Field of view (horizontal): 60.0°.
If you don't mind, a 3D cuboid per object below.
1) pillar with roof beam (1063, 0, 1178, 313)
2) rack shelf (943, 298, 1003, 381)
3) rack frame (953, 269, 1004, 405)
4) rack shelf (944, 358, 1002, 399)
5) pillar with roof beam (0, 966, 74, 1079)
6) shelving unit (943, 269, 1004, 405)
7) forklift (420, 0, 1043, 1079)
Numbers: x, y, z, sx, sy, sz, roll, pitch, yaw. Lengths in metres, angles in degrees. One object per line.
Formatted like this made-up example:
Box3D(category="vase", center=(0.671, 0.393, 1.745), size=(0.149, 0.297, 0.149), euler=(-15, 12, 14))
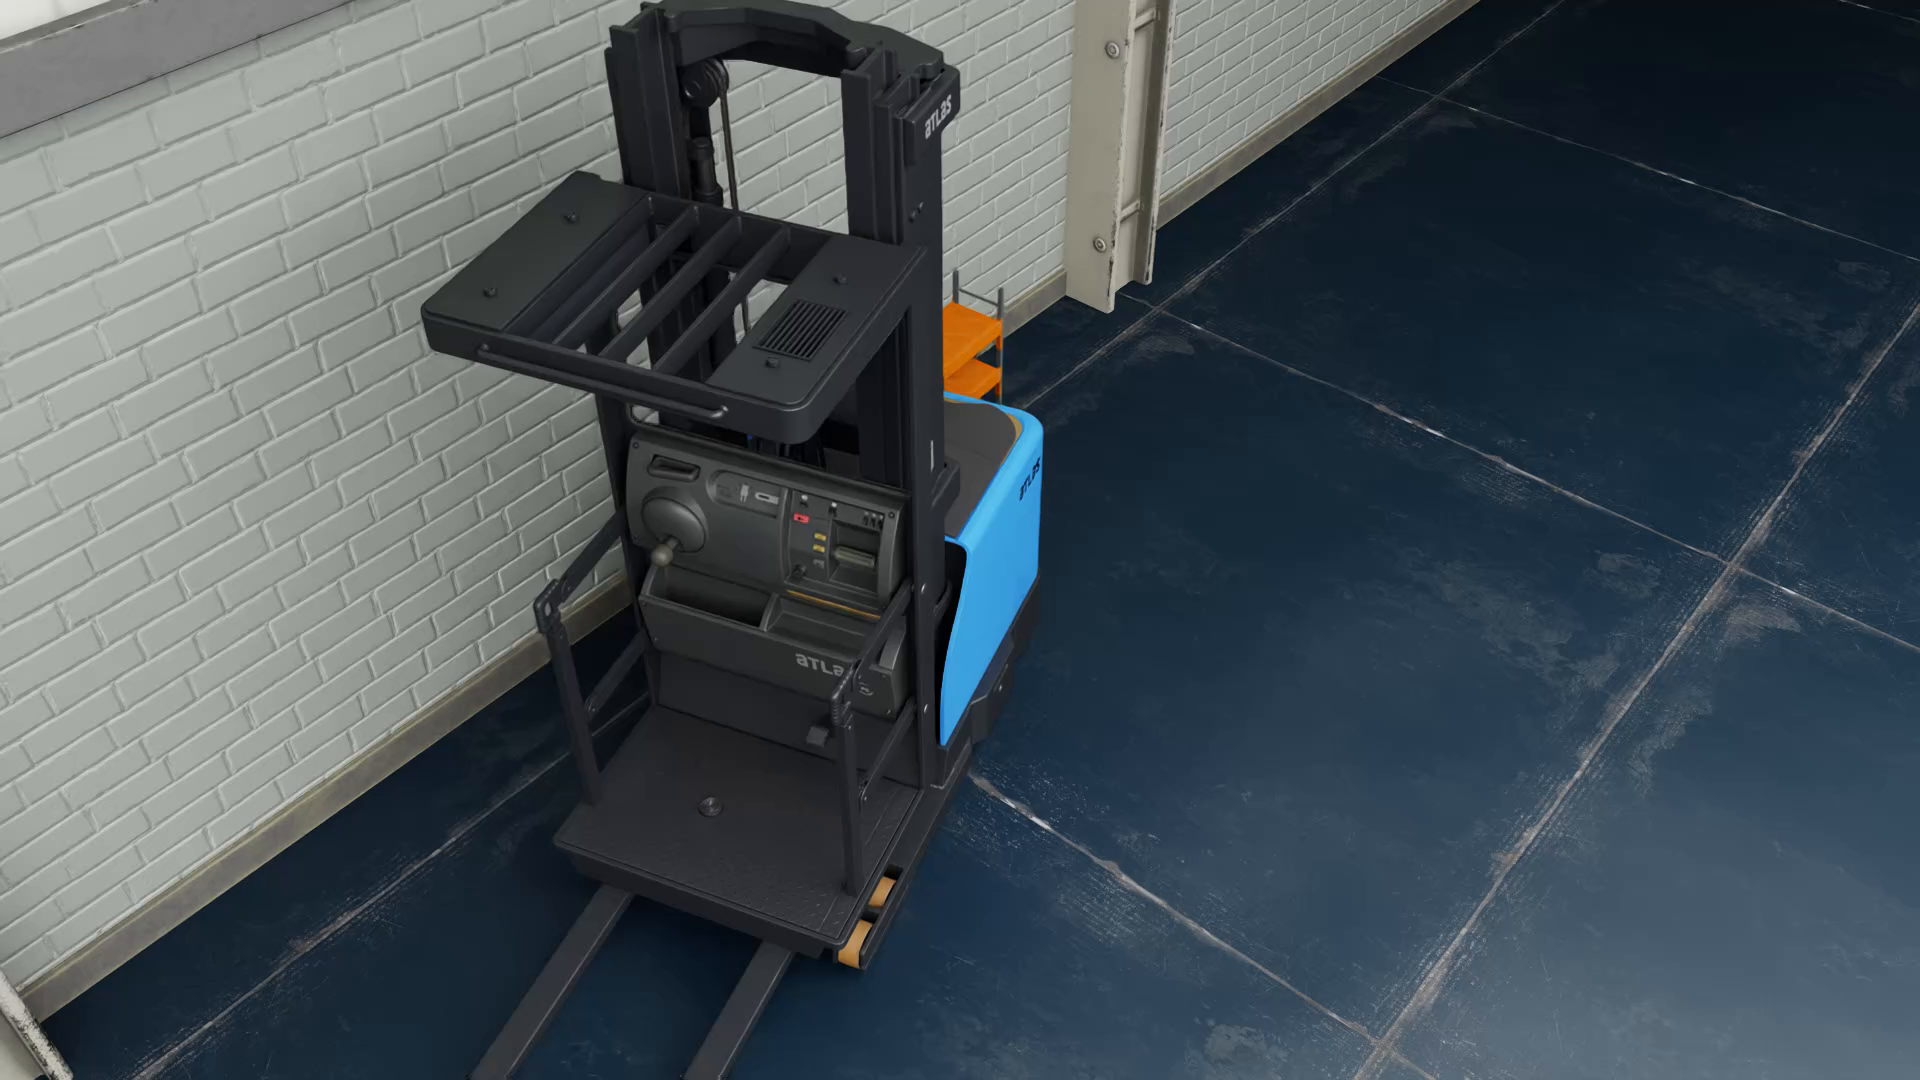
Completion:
Box3D(category="pillar with roof beam", center=(4.063, -2.794, 3.634), size=(9.100, 9.000, 0.400), euler=(29, 50, 28))
Box3D(category="rack shelf", center=(-0.070, -0.748, 6.597), size=(0.258, 0.148, 0.480), euler=(26, 48, 26))
Box3D(category="rack frame", center=(0.073, -0.591, 7.008), size=(0.240, 1.200, 0.015), euler=(26, 48, 26))
Box3D(category="rack shelf", center=(-0.070, -0.573, 6.756), size=(0.258, 0.148, 0.480), euler=(26, 48, 26))
Box3D(category="pillar with roof beam", center=(0.201, 0.296, 0.236), size=(9.100, 9.000, 0.400), euler=(29, 50, 28))
Box3D(category="shelving unit", center=(-0.070, -0.457, 6.861), size=(0.258, 1.200, 0.503), euler=(26, 48, 26))
Box3D(category="forklift", center=(-0.701, 0.040, 5.028), size=(1.130, 2.935, 3.031), euler=(15, 44, 16))
